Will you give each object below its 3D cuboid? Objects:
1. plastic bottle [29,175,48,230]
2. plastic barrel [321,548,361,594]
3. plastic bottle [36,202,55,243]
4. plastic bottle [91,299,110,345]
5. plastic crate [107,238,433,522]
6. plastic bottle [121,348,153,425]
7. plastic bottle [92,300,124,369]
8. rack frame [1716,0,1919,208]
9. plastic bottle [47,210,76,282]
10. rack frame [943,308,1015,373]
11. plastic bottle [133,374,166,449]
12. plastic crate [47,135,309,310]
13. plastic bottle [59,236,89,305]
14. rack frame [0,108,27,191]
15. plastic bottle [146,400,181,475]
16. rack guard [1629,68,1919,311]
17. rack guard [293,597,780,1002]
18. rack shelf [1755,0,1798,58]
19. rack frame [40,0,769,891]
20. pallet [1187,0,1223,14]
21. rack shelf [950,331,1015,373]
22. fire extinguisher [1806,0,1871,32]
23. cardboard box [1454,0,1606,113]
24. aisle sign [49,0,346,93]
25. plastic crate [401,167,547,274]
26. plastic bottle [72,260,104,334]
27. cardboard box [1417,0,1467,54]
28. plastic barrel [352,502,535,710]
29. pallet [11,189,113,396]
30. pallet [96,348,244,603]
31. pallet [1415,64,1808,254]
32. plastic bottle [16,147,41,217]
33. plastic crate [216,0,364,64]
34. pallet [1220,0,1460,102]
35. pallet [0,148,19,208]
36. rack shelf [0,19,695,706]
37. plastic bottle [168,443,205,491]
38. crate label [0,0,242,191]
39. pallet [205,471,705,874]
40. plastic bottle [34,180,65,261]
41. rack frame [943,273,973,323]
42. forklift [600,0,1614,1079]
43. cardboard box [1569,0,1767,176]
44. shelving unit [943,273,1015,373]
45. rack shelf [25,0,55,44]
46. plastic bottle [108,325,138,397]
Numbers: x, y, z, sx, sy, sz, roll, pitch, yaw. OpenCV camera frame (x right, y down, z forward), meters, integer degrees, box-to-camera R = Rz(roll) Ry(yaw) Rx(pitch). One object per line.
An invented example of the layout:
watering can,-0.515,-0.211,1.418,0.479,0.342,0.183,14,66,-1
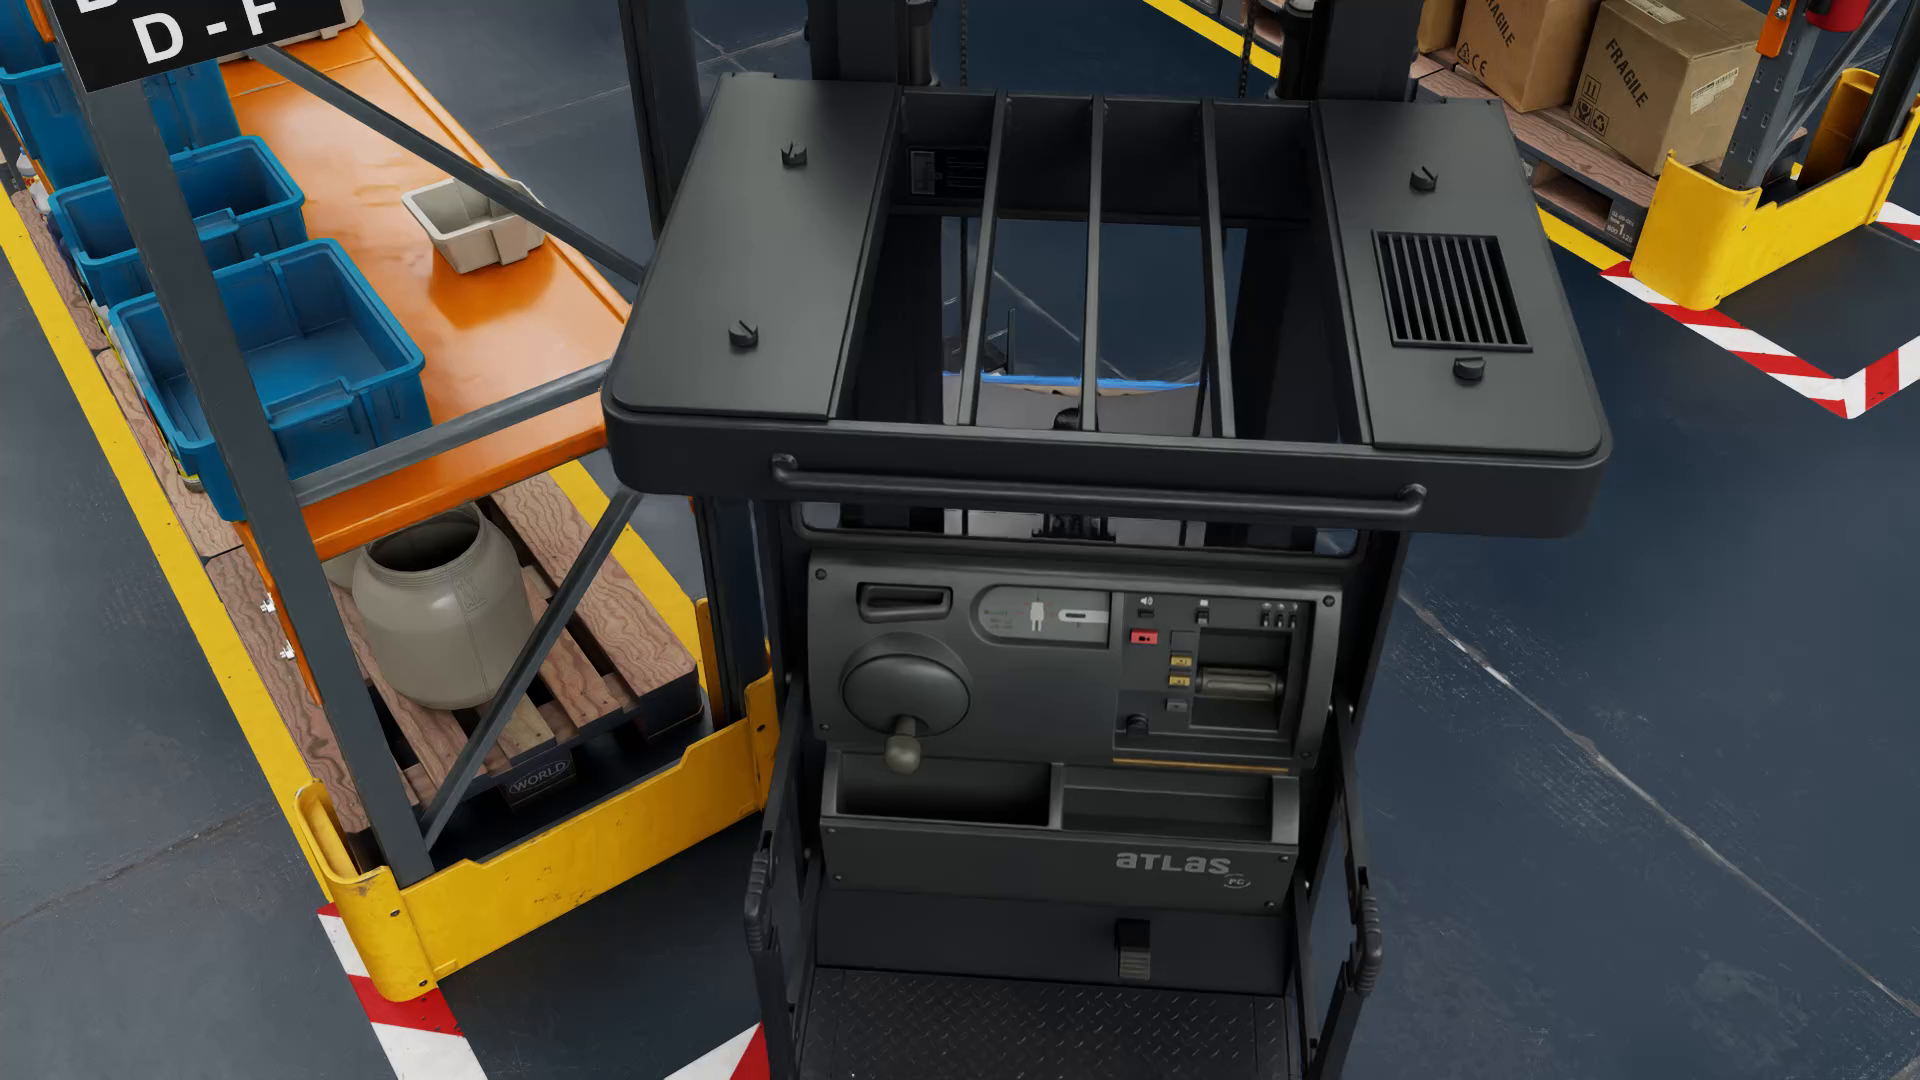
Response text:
plastic bottle,-3.334,-1.242,6.086,0.097,0.201,0.097,0,44,0
plastic barrel,-1.653,-0.119,4.700,0.421,0.512,0.421,0,44,0
plastic bottle,-3.276,-1.184,6.026,0.097,0.201,0.097,0,44,0
plastic bottle,-2.843,-0.755,5.577,0.097,0.201,0.097,0,44,0
plastic crate,-1.459,-0.352,3.554,0.499,0.251,0.616,-26,49,-24
plastic bottle,-2.538,-0.514,5.270,0.152,0.276,0.135,-27,50,-25
plastic bottle,-2.743,-0.738,5.451,0.144,0.351,0.185,-26,49,-25
rack frame,3.136,-2.197,5.379,1.000,3.000,0.127,-26,49,-24
plastic bottle,-3.094,-1.086,5.815,0.144,0.351,0.185,-24,49,-23
rack frame,0.054,-0.273,4.884,0.240,0.900,0.006,-26,49,-24
plastic bottle,-2.459,-0.435,5.187,0.152,0.276,0.135,-25,49,-24
plastic crate,-1.825,-0.722,3.942,0.499,0.251,0.408,-26,49,-24
plastic bottle,-2.986,-0.979,5.703,0.144,0.351,0.185,-28,50,-26
rack frame,-3.215,-2.506,5.703,1.000,3.000,0.127,-26,49,-24
plastic bottle,-2.419,-0.343,5.086,0.061,0.283,0.133,-25,49,-24
rack guard,3.092,-1.336,6.288,1.175,0.500,0.348,-26,49,-24
rack guard,-1.009,0.639,4.219,1.175,0.500,0.348,-26,49,-24
rack shelf,1.991,-3.070,6.814,1.077,0.370,4.000,-26,49,-24
rack frame,-0.927,-0.241,3.330,1.000,3.000,0.127,-26,49,-24
pallet,1.260,-3.088,8.331,1.003,0.211,1.213,-26,49,-24
rack shelf,-0.005,-0.501,4.781,0.258,0.077,0.200,-26,49,-24
fire extinguisher,2.823,-1.922,5.147,0.296,0.674,0.183,-26,49,-24
cardboard box,2.422,-2.130,6.815,0.500,0.500,0.500,-14,45,-14
aisle sign,-1.129,-1.023,2.266,0.394,0.787,0.004,-26,49,-24
plastic crate,-1.175,-0.779,4.085,0.298,0.136,0.250,-26,49,-24
plastic bottle,-2.926,-0.845,5.611,0.061,0.283,0.133,-24,48,-23
cardboard box,2.079,-2.492,7.195,0.500,0.500,0.500,-21,48,-21
plastic barrel,-1.366,0.165,4.403,0.421,0.512,0.421,0,44,0
pallet,-2.865,-1.101,6.250,1.003,0.211,1.213,-26,49,-24
pallet,-2.163,-0.409,5.526,1.003,0.211,1.213,-26,49,-24
pallet,2.656,-1.706,6.884,1.003,0.211,1.213,-26,49,-24
plastic bottle,-3.392,-1.325,6.123,0.097,0.271,0.097,0,44,0
plastic crate,-2.079,-1.591,4.935,0.530,0.136,0.437,-26,49,-24
pallet,1.962,-2.396,7.607,1.003,0.211,1.213,-26,49,-24
pallet,-3.696,-1.927,7.116,1.003,0.211,1.213,-26,49,-24
rack shelf,-2.071,-1.113,4.765,1.077,0.370,4.000,-26,49,-24
plastic bottle,-2.337,-0.255,5.052,0.097,0.201,0.097,0,44,0
crate label,-2.202,-1.189,4.298,0.502,0.435,0.616,-26,49,-24
pallet,-1.469,0.281,4.802,1.003,0.211,1.213,-26,49,-24
plastic bottle,-3.185,-1.154,5.941,0.152,0.276,0.135,-24,49,-23
rack frame,-0.063,-0.388,5.004,0.240,0.900,0.006,-26,49,-24
forklift,0.180,0.322,2.790,1.130,2.935,3.031,3,44,3
cardboard box,2.792,-1.805,6.475,0.500,0.500,0.500,-17,46,-17
shelving unit,-0.005,-0.330,4.944,0.258,0.900,0.210,-26,49,-24
rack shelf,-2.071,-2.198,3.729,1.077,0.370,4.000,-26,49,-24
plastic bottle,-2.636,-0.633,5.341,0.144,0.351,0.185,-24,49,-23
